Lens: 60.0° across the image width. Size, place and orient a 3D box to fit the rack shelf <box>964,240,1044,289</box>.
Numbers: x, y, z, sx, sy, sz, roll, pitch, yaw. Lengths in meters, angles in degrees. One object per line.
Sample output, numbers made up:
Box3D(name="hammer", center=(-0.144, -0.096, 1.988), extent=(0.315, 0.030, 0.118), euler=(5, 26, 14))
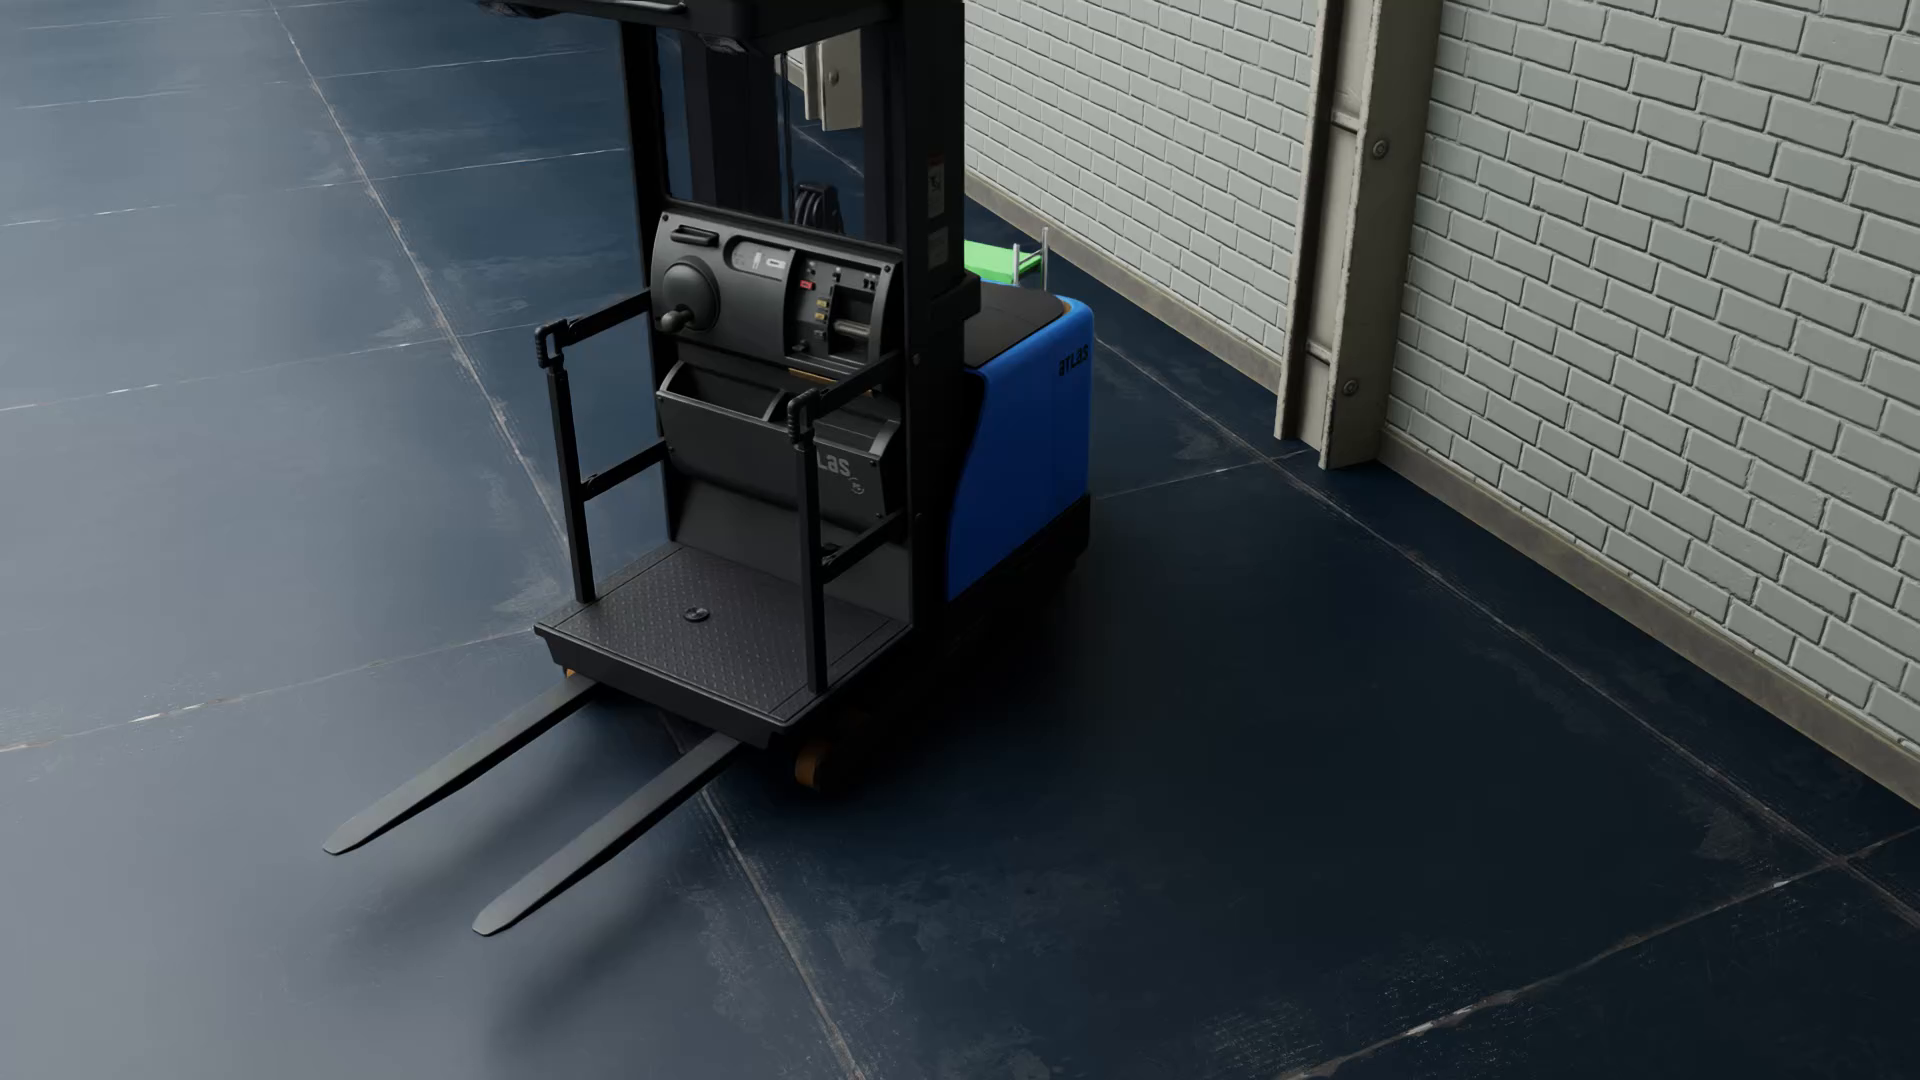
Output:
Box3D(name="rack shelf", center=(0.067, -1.068, 6.576), extent=(0.480, 0.148, 0.258), euler=(17, 34, 28))

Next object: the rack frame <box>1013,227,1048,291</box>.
Box3D(name="rack frame", center=(0.273, -0.640, 6.665), extent=(0.015, 1.200, 0.240), euler=(17, 34, 28))

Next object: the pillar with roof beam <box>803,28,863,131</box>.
Box3D(name="pillar with roof beam", center=(-4.808, -6.096, 8.421), extent=(9.100, 9.000, 0.400), euler=(-13, 32, -22))

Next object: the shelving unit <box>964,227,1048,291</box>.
Box3D(name="shelving unit", center=(0.067, -0.705, 6.780), extent=(0.503, 1.200, 0.258), euler=(17, 34, 28))

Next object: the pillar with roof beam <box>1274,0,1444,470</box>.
Box3D(name="pillar with roof beam", center=(-2.232, -3.446, 3.694), extent=(9.100, 9.000, 0.400), euler=(-13, 32, -22))

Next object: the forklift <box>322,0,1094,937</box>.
Box3D(name="forklift", center=(-0.714, -0.740, 5.074), extent=(1.130, 2.935, 3.031), euler=(18, 34, 28))
